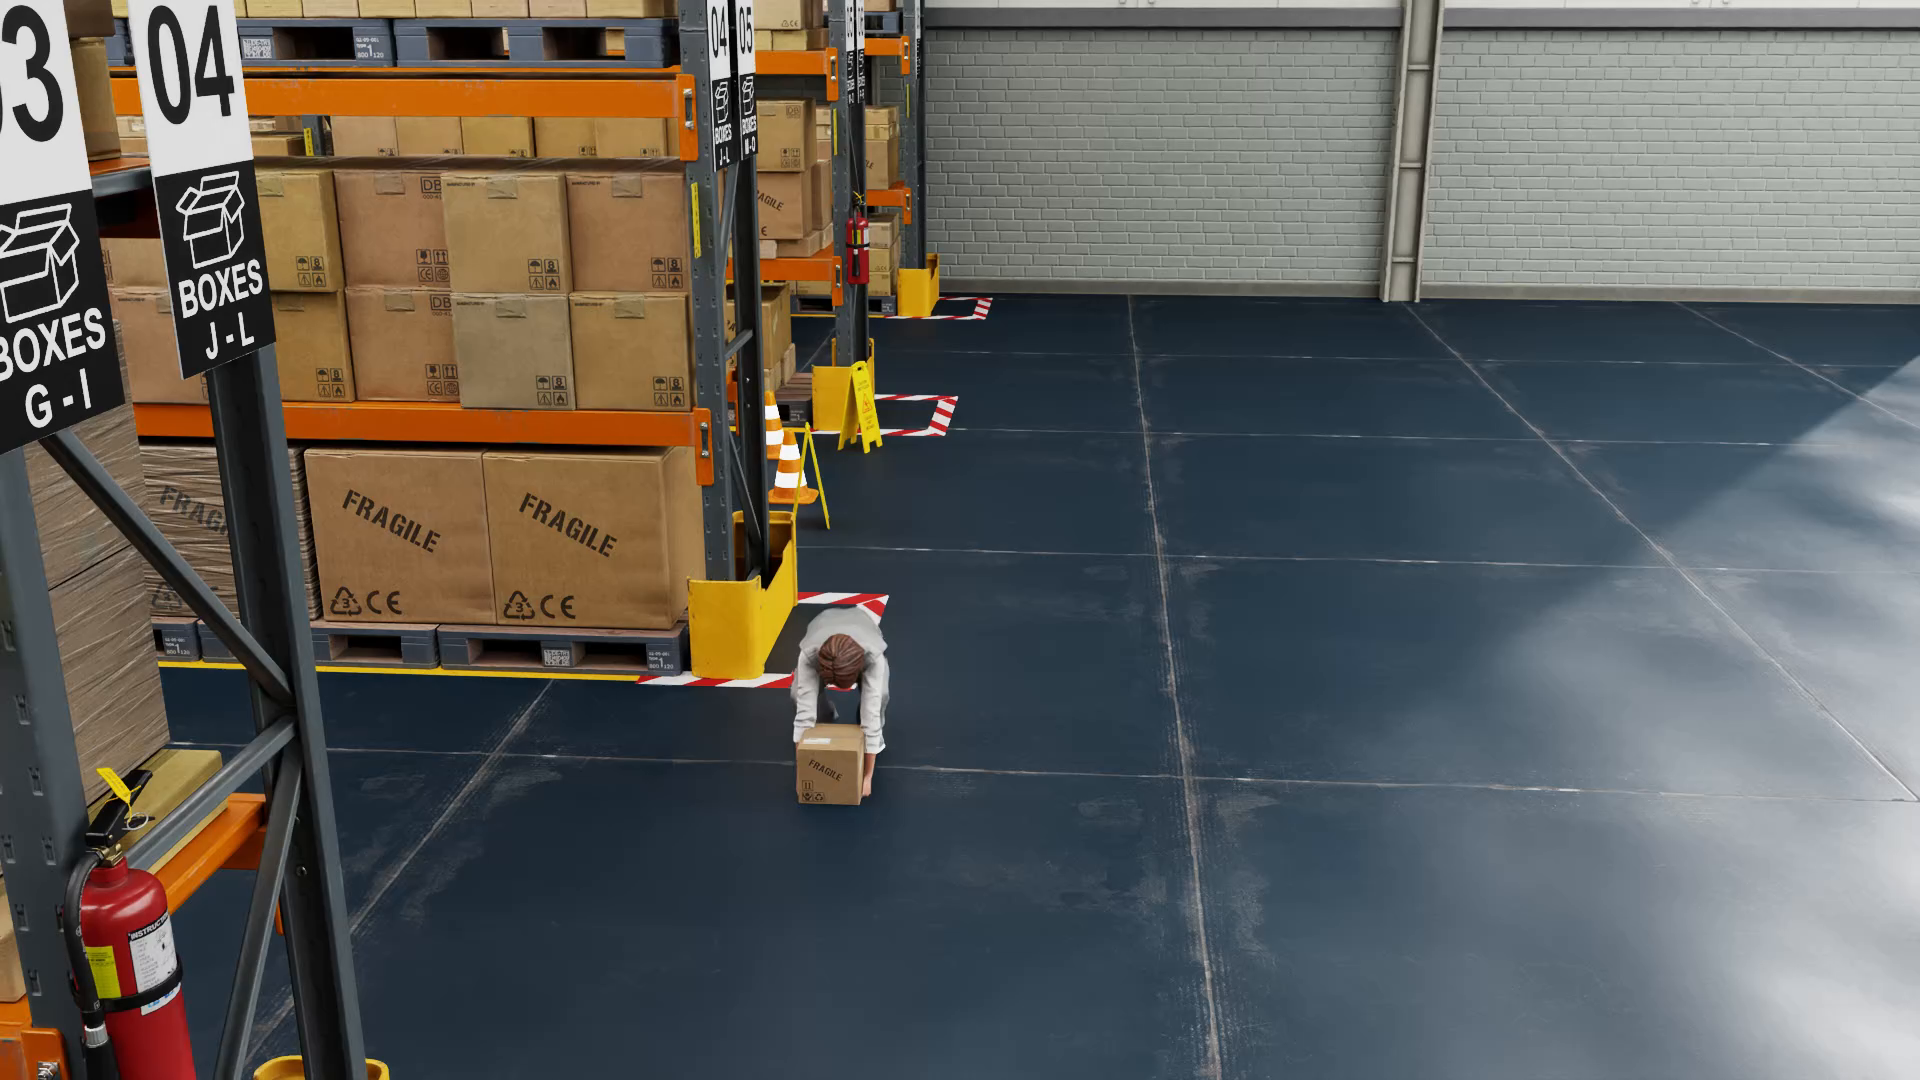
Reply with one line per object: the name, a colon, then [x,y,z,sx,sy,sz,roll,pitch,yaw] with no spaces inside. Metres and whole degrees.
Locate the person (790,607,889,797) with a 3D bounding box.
person: [-0.508,0.650,7.124,0.425,0.707,0.850,1,18,3]
